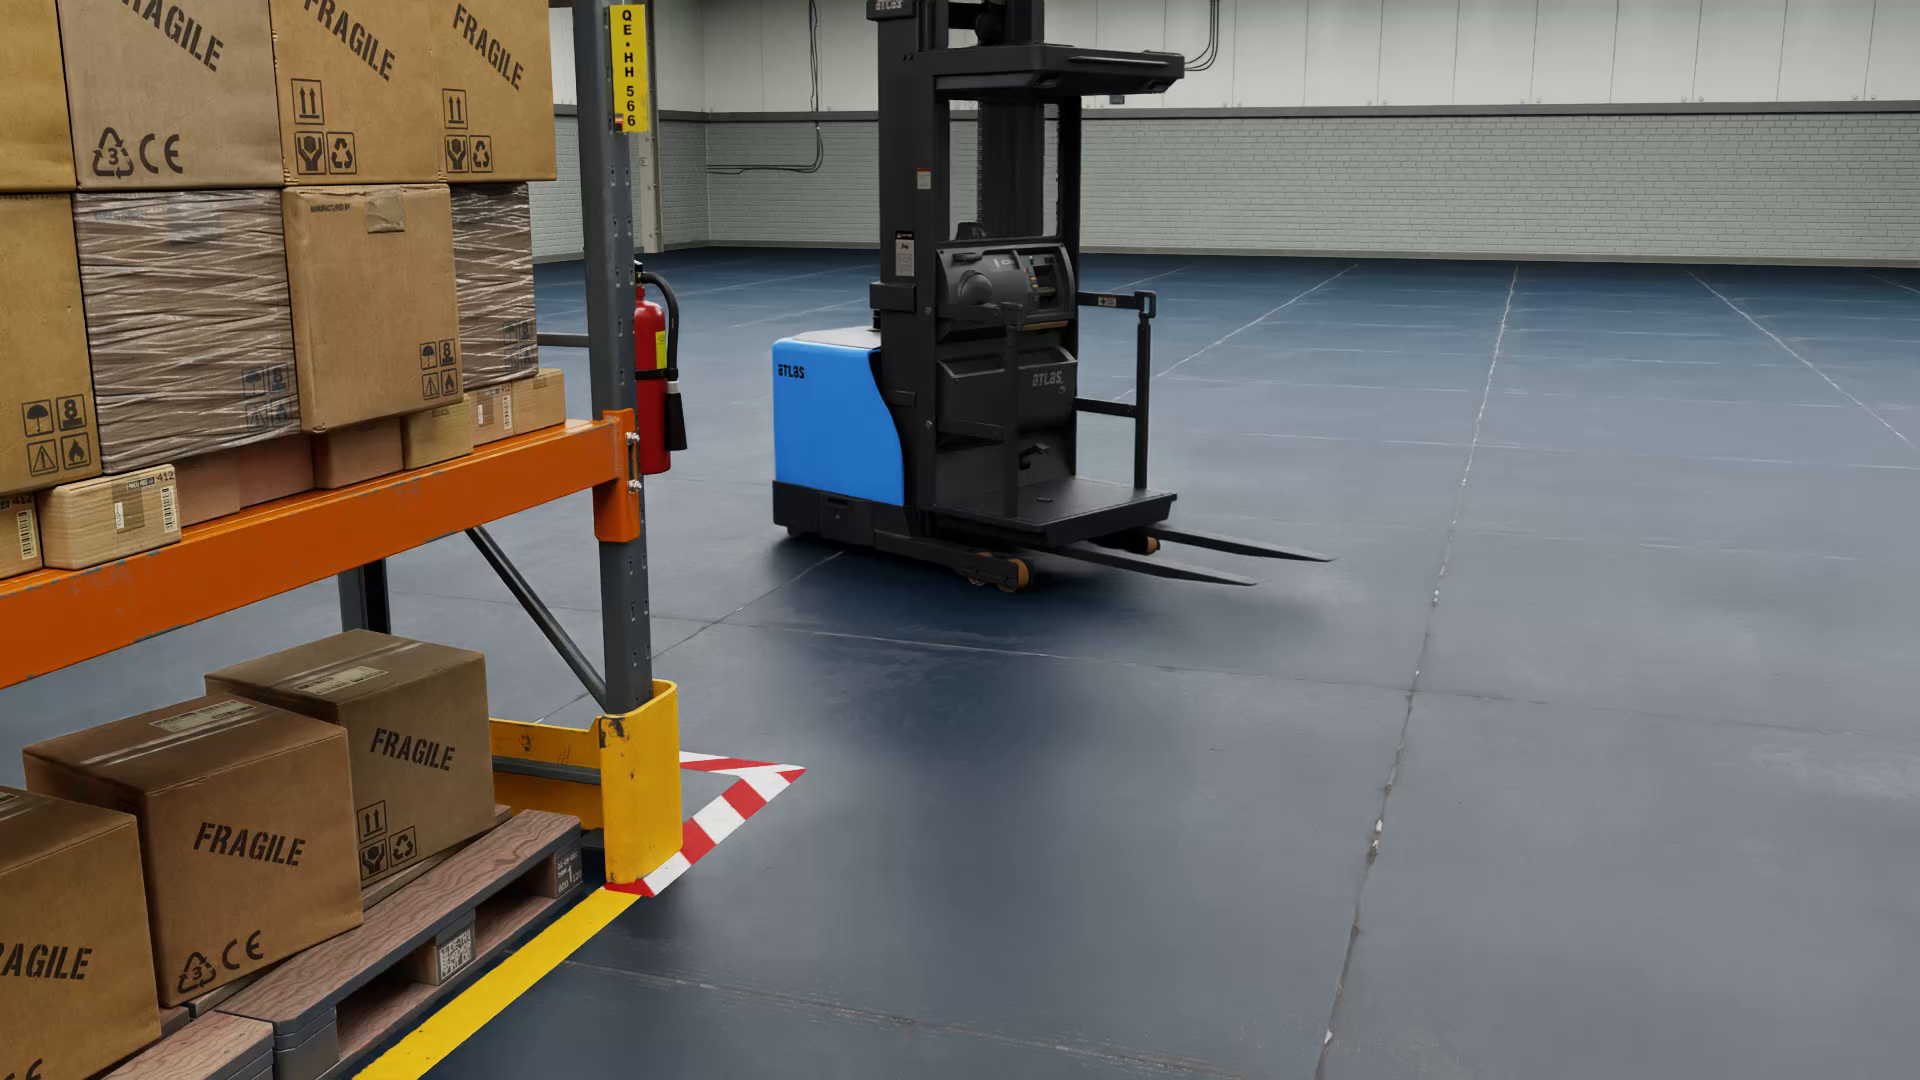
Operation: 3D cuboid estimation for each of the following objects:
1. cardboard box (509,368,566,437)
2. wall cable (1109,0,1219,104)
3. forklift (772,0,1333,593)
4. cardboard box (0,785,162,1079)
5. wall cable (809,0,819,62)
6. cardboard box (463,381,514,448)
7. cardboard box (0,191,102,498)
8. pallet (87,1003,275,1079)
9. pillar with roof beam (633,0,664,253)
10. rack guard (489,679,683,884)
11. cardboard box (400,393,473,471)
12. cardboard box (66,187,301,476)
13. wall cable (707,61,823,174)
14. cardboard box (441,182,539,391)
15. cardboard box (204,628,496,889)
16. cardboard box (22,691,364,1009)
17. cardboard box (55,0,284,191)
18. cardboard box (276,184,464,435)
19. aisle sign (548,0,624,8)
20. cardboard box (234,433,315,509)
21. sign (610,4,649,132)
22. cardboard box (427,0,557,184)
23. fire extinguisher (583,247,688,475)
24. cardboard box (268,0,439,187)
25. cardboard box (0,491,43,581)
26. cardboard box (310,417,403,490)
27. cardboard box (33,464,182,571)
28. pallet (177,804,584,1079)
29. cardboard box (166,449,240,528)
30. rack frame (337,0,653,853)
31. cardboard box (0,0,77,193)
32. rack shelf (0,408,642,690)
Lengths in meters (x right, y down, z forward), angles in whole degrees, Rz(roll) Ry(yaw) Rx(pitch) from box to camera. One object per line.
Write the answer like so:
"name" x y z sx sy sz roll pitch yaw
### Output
"cardboard box" -1.293 -0.380 4.475 0.380 0.149 0.250 4 14 18
"wall cable" 4.340 -12.303 35.025 2.305 6.003 0.169 4 14 18
"forklift" 0.391 -1.306 8.124 3.031 2.935 1.130 12 18 43
"cardboard box" -1.995 0.826 3.302 0.500 0.500 0.500 6 14 24
"wall cable" -2.078 -12.085 37.343 3.097 2.526 0.112 4 14 18
"cardboard box" -1.374 -0.327 4.244 0.380 0.149 0.250 4 14 18
"cardboard box" -2.023 -0.336 2.827 0.875 0.500 0.500 4 14 18
"pallet" -2.113 1.223 3.155 1.003 0.211 1.213 4 14 18
"pillar with roof beam" -2.769 -10.497 34.754 9.100 9.000 0.400 4 14 18
"rack guard" -1.420 0.658 4.983 1.175 0.500 0.348 4 14 18
"cardboard box" -1.406 -0.271 3.997 0.380 0.149 0.250 4 14 18
"cardboard box" -1.851 -0.441 3.285 0.875 0.500 0.500 4 14 18
"wall cable" -4.638 -9.818 38.758 3.097 2.526 0.112 4 14 18
"cardboard box" -1.600 -0.657 4.232 0.875 0.500 0.500 4 14 18
"cardboard box" -1.614 0.567 4.435 0.500 0.500 0.500 7 15 29
"cardboard box" -1.775 0.696 3.873 0.500 0.500 0.500 9 15 33
"cardboard box" -1.660 -0.914 3.110 0.500 0.500 0.500 4 14 18
"cardboard box" -1.648 -0.543 3.733 0.875 0.500 0.500 4 14 18
"aisle sign" -1.092 -1.836 4.448 0.394 0.787 0.004 4 14 18
"cardboard box" -1.622 -0.169 3.554 0.380 0.149 0.250 4 14 18
"sign" -0.877 -1.251 4.417 0.100 0.325 0.005 4 14 18
"cardboard box" -1.340 -1.125 4.034 0.500 0.500 0.500 4 14 18
"fire extinguisher" -0.923 -0.530 4.743 0.296 0.674 0.183 4 14 18
"cardboard box" -1.496 -1.019 3.571 0.500 0.500 0.500 4 14 18
"cardboard box" -1.825 -0.009 2.849 0.380 0.149 0.250 4 14 18
"cardboard box" -1.502 -0.219 3.772 0.380 0.149 0.250 4 14 18
"cardboard box" -1.679 -0.056 3.058 0.380 0.149 0.250 4 14 18
"pallet" -1.717 0.967 4.277 1.003 0.211 1.213 4 14 18
"cardboard box" -1.682 -0.115 3.316 0.380 0.149 0.250 4 14 18
"rack frame" -1.396 -0.577 4.775 1.000 3.000 0.127 4 14 18
"cardboard box" -1.830 -0.809 2.652 0.500 0.500 0.500 4 14 18
"rack shelf" -2.043 0.195 3.010 1.077 0.370 4.000 4 14 18
